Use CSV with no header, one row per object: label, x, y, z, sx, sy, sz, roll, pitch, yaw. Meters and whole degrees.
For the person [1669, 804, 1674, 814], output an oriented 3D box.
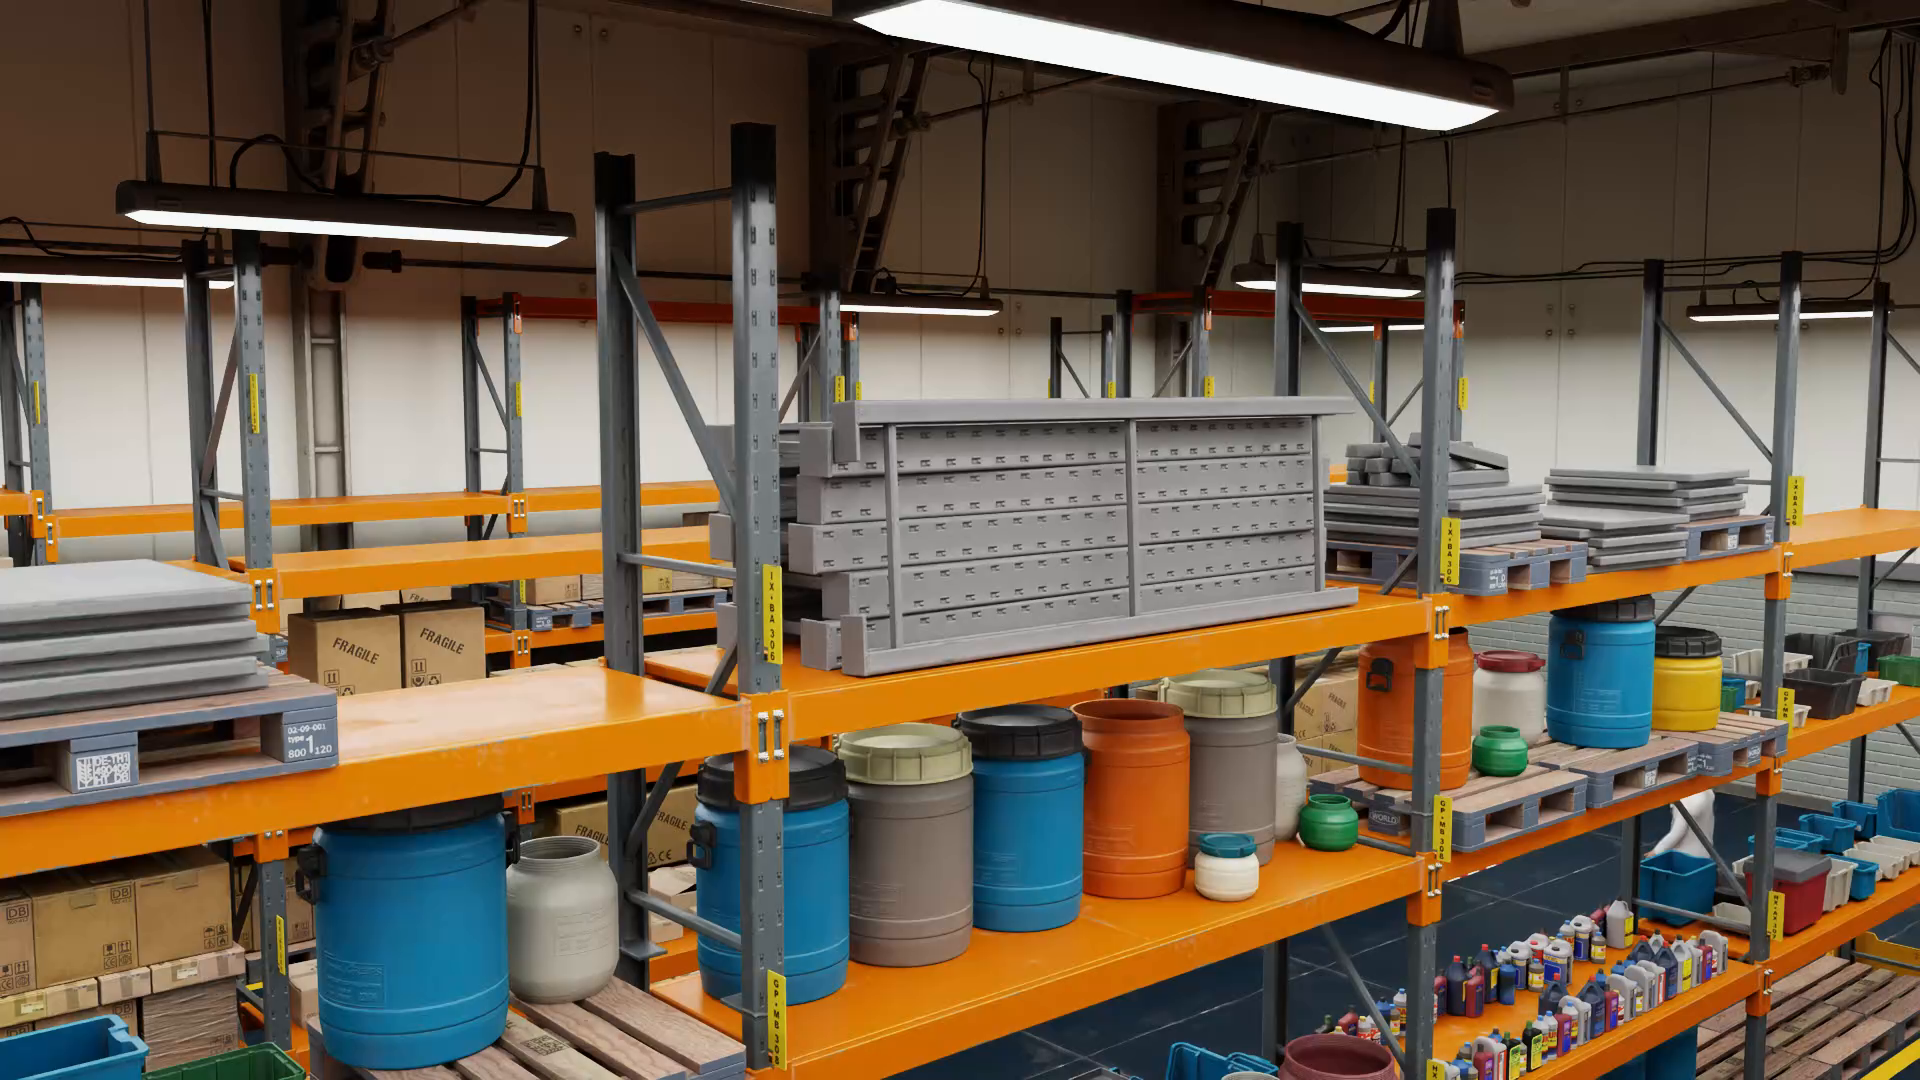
person,6.562,3.013,15.037,0.311,1.601,0.710,-4,6,-33
